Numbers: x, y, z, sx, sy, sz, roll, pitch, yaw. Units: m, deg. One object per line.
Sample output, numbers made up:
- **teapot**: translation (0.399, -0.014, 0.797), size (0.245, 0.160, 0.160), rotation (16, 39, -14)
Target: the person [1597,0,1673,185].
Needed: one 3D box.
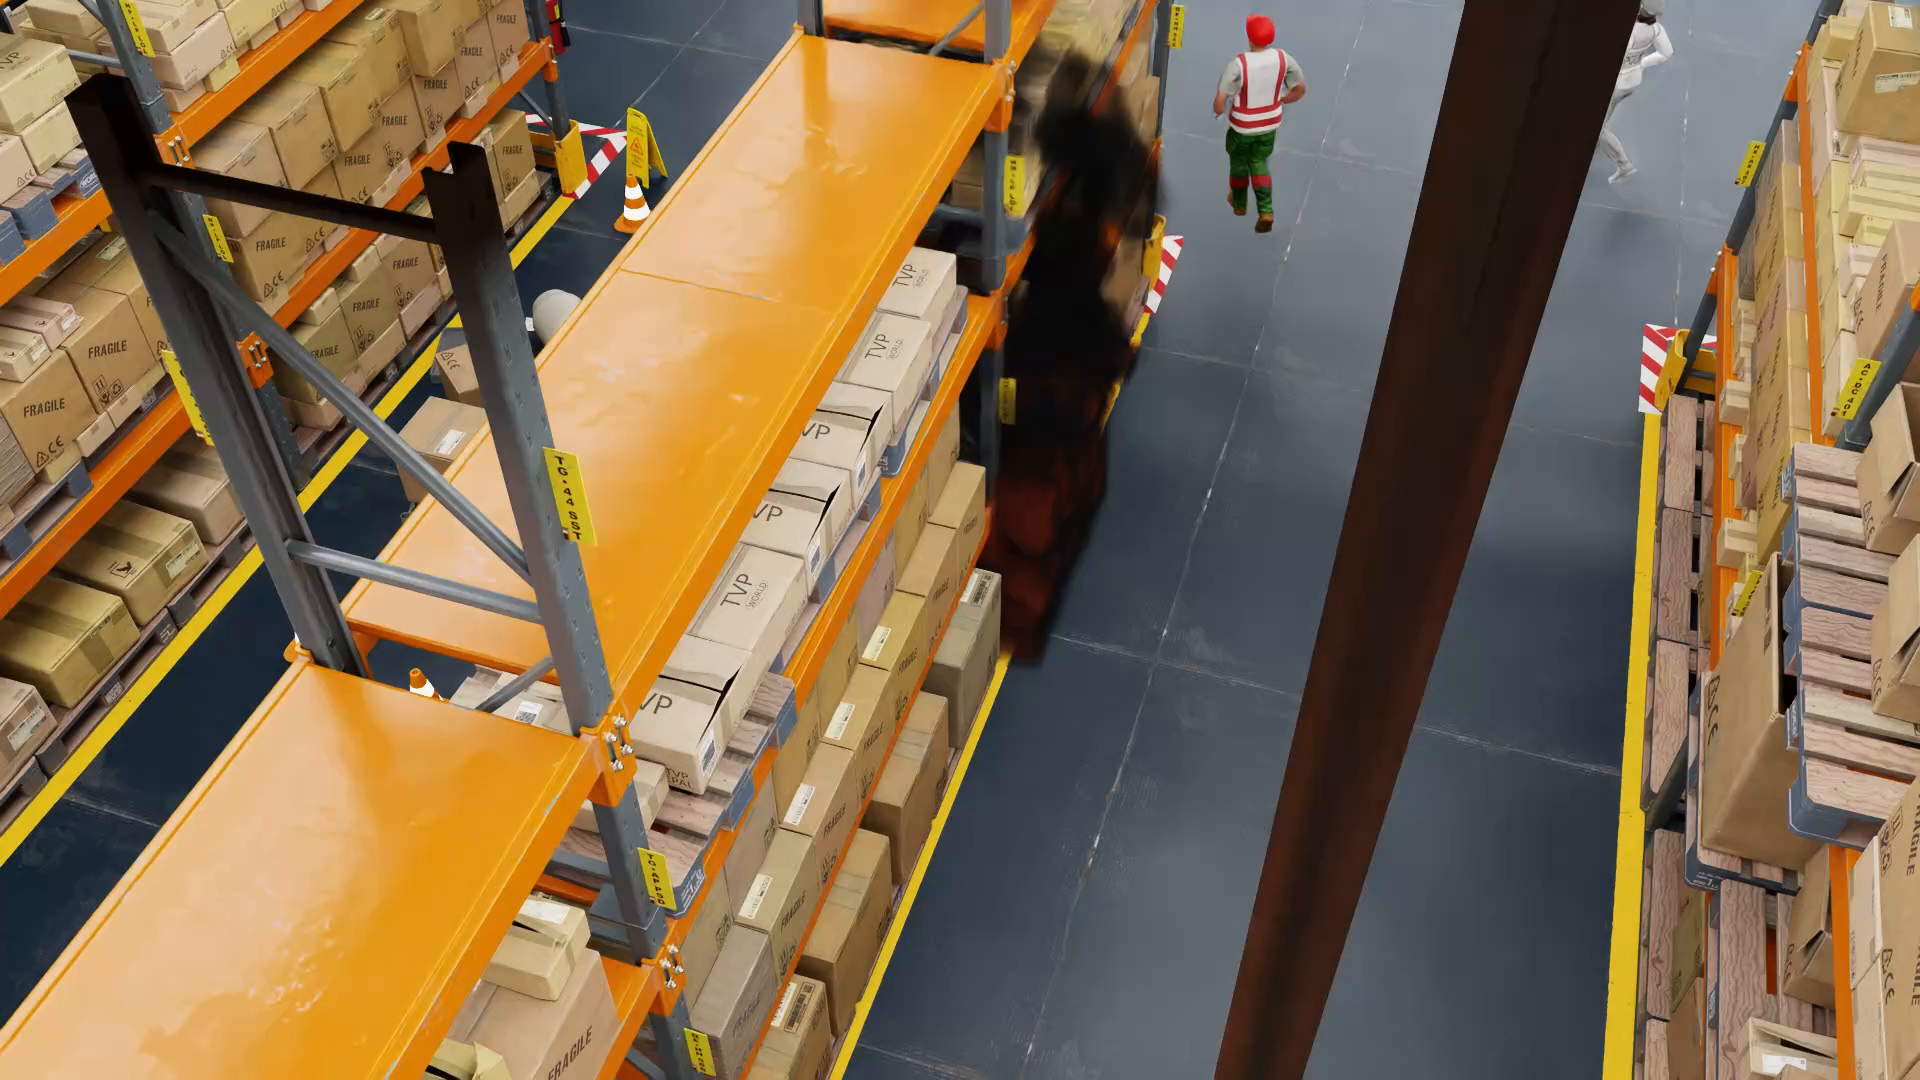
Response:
- **person**: translation (5.382, -3.711, 13.576), size (0.623, 1.665, 0.896), rotation (-25, 51, -22)

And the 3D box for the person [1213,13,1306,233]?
- **person**: translation (2.204, -3.150, 12.577), size (0.703, 1.767, 0.723), rotation (-7, 46, -7)
